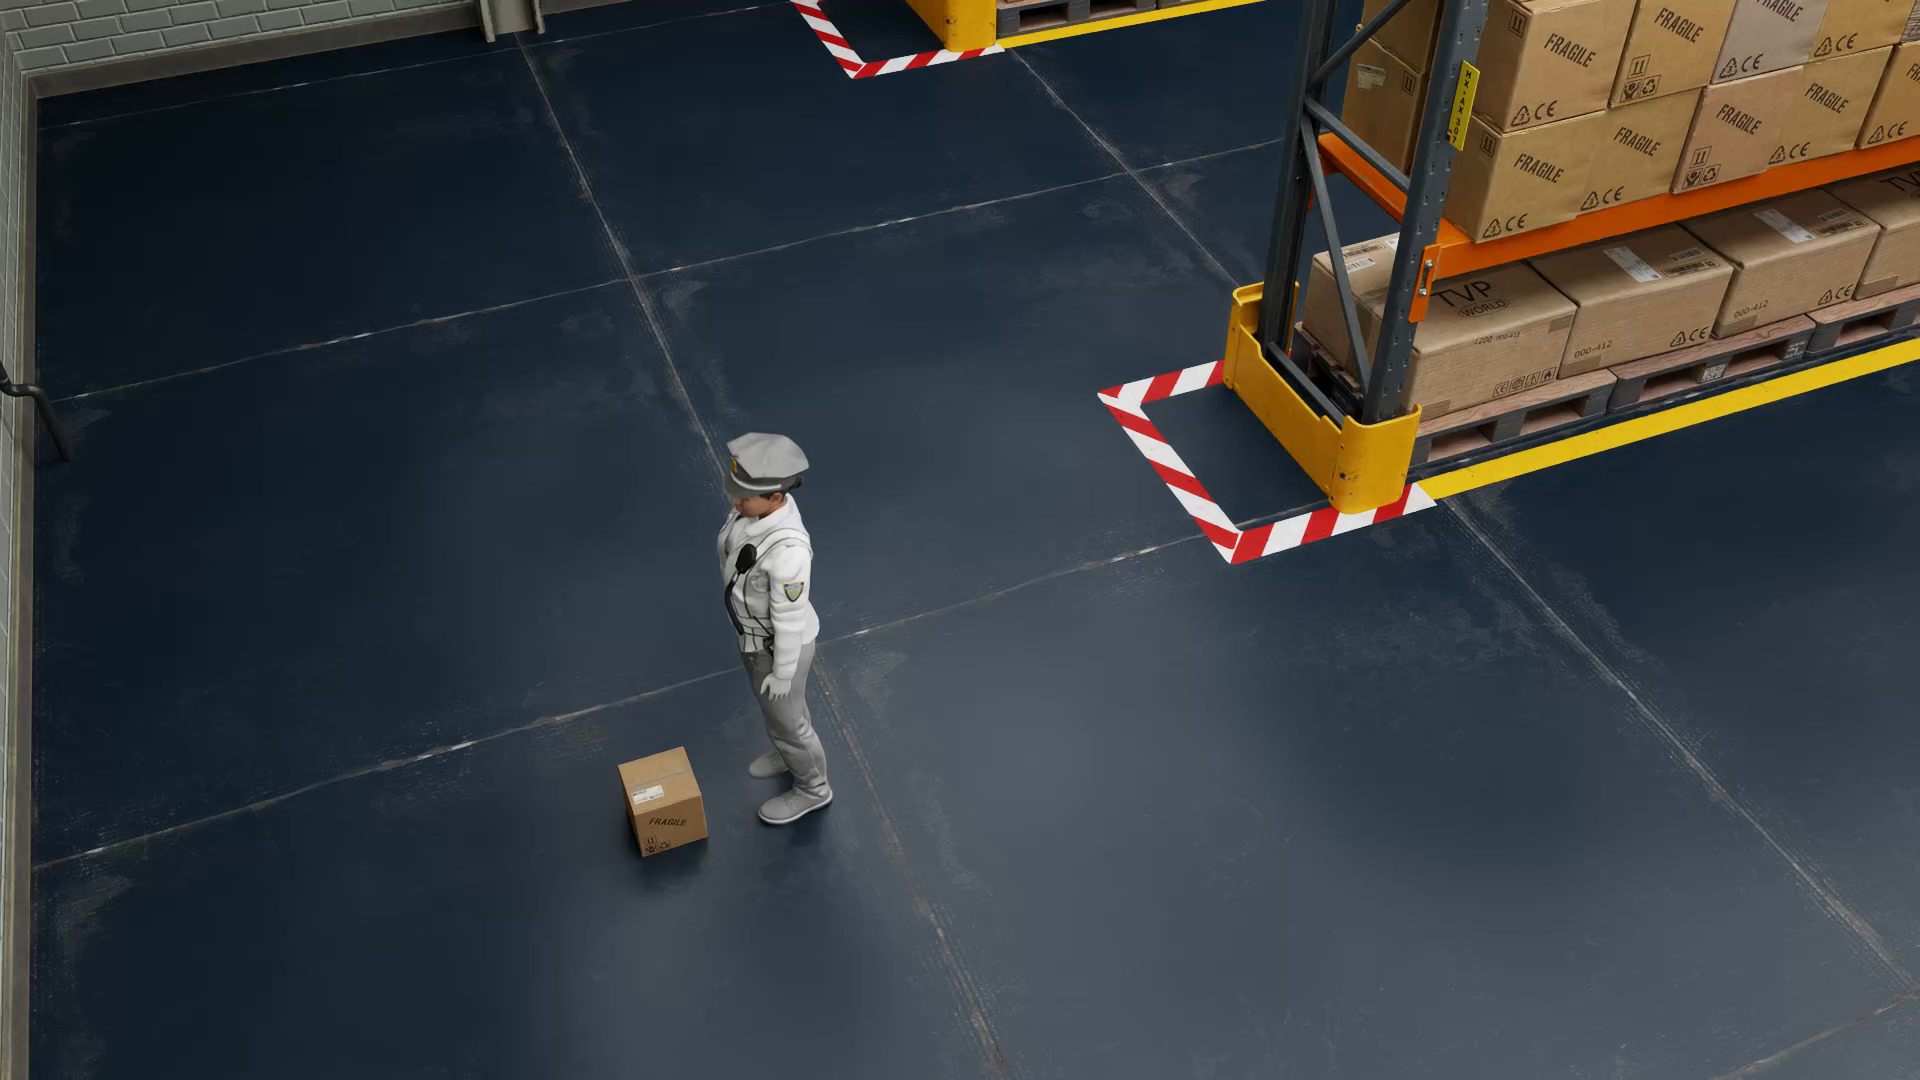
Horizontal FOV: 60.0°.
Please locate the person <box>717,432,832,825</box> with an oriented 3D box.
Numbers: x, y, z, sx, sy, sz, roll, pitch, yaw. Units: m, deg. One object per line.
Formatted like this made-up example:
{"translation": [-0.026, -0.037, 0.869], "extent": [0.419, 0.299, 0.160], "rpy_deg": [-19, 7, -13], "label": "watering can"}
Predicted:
{"translation": [-0.653, 0.340, 5.788], "extent": [0.337, 1.692, 0.466], "rpy_deg": [-14, 44, -15], "label": "person"}
